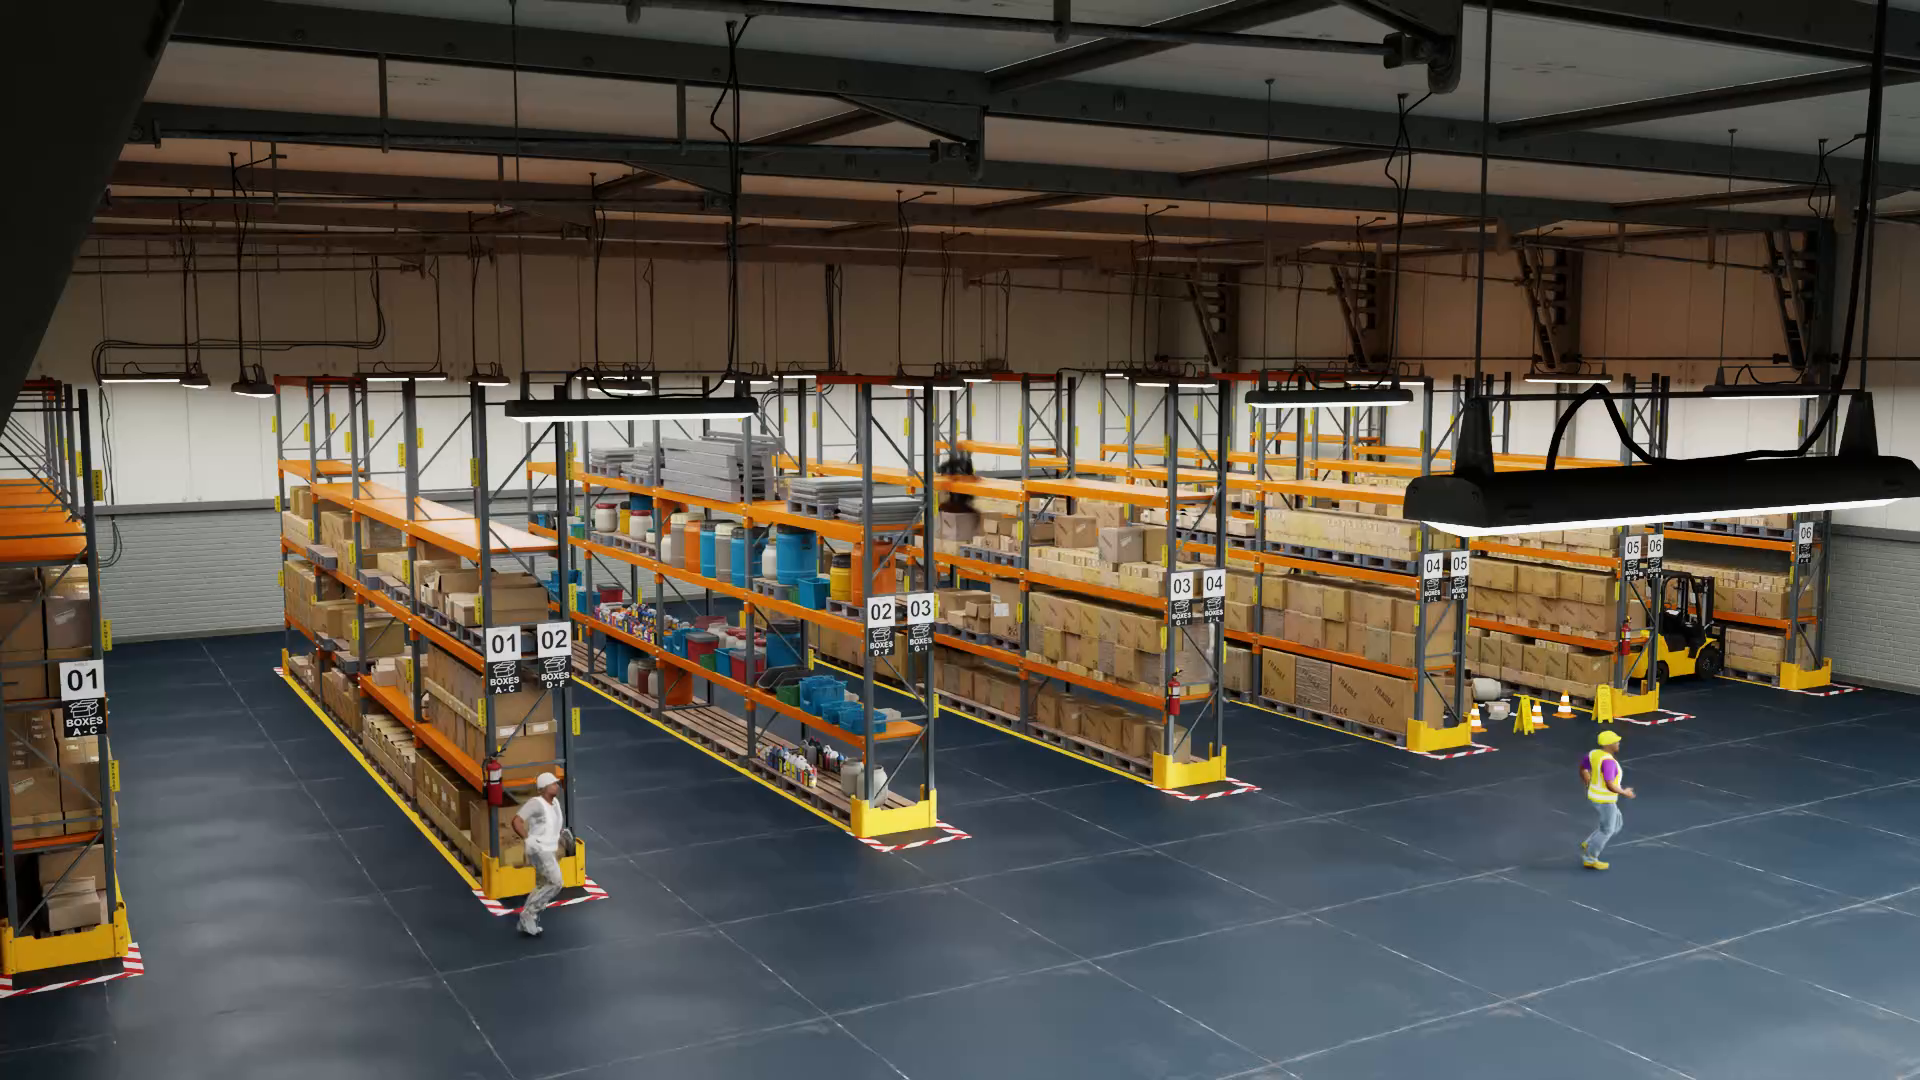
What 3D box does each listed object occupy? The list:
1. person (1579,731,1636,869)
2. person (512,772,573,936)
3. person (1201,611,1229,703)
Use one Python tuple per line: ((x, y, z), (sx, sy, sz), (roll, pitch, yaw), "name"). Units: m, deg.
((8.034, 3.213, 20.610), (0.568, 1.726, 0.702), (1, 6, 5), "person")
((-4.589, 3.448, 18.440), (0.591, 1.734, 0.714), (0, 6, 4), "person")
((4.428, 1.994, 29.230), (0.618, 1.670, 0.803), (-5, 8, -41), "person")
